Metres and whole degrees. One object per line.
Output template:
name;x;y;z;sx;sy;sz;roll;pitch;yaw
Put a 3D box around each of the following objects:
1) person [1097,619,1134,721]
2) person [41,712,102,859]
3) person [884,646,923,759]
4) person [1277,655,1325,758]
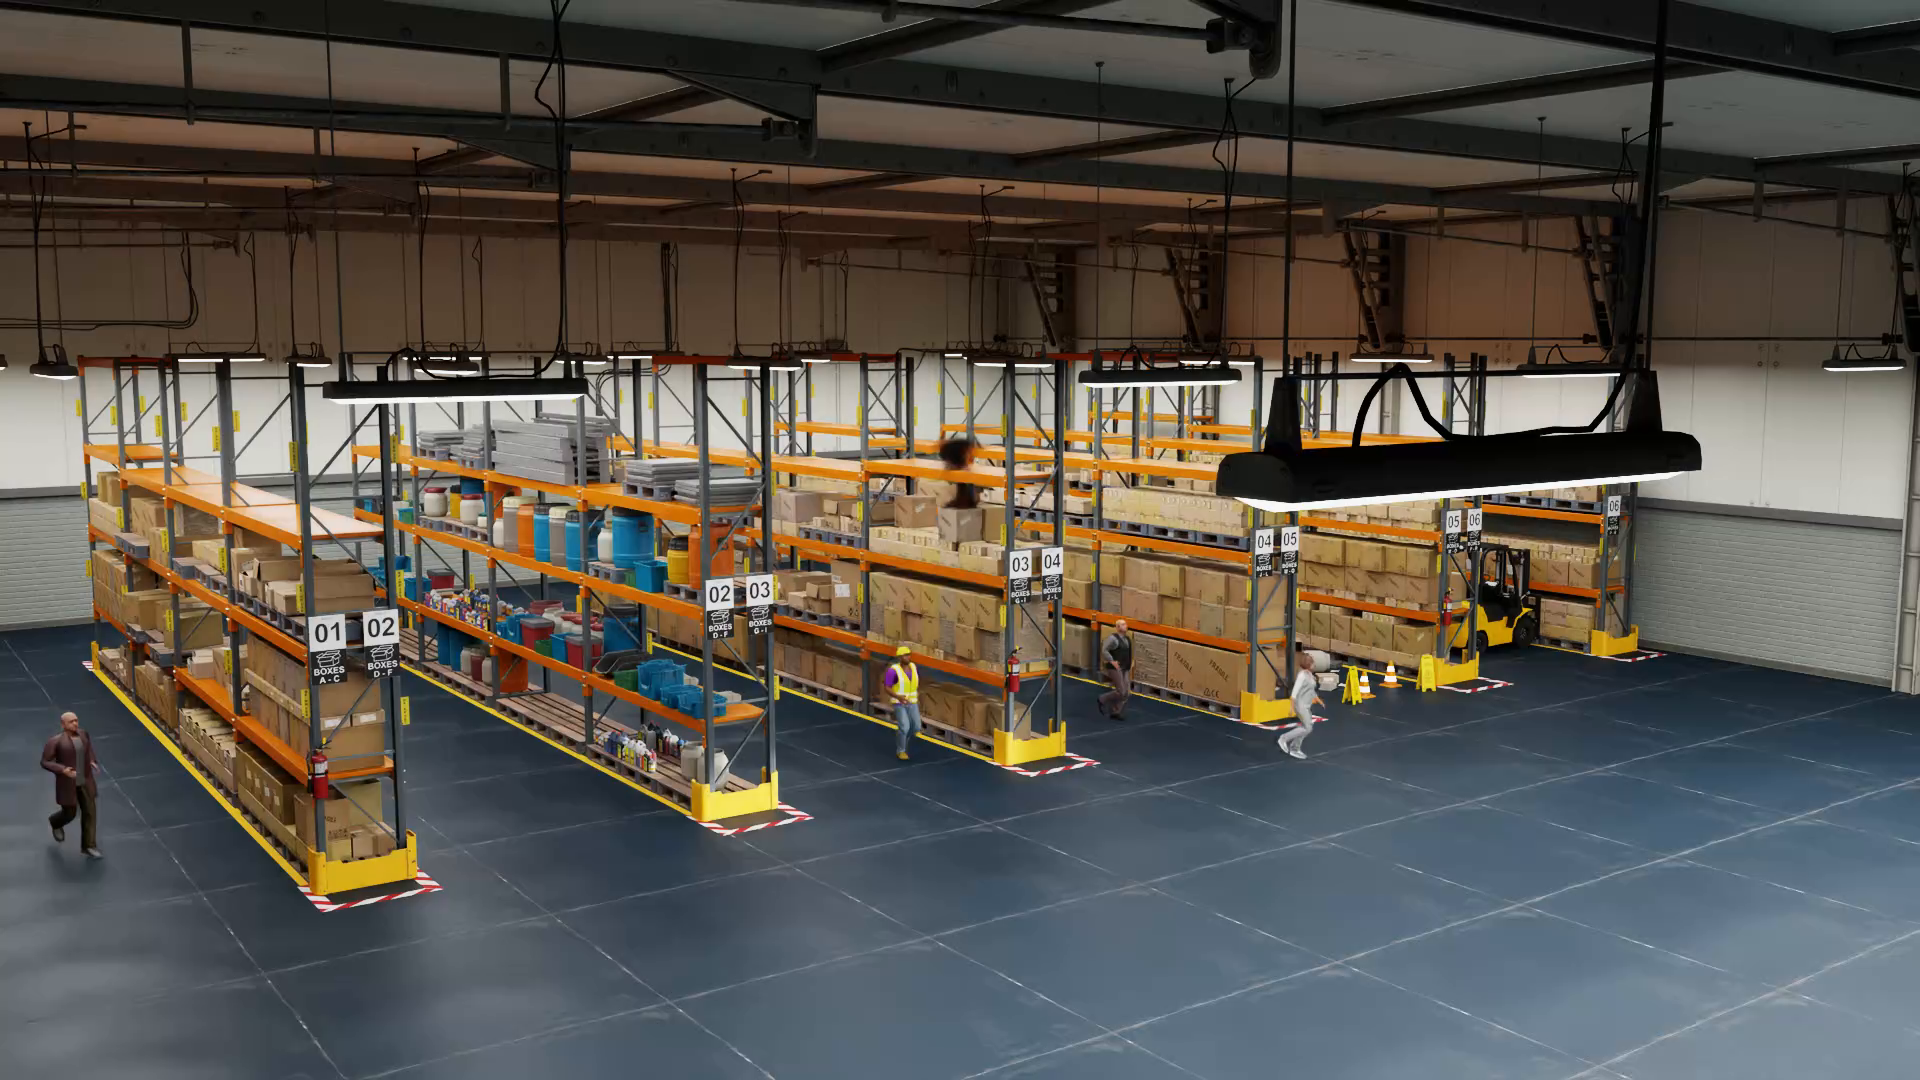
person;2.635;2.153;27.724;0.547;1.683;0.684;6;9;41
person;-10.902;2.991;20.421;0.997;1.764;0.714;5;9;36
person;-0.818;2.444;25.050;0.715;1.718;0.615;-5;8;-35
person;5.167;2.525;25.126;0.625;1.576;0.579;3;7;20
